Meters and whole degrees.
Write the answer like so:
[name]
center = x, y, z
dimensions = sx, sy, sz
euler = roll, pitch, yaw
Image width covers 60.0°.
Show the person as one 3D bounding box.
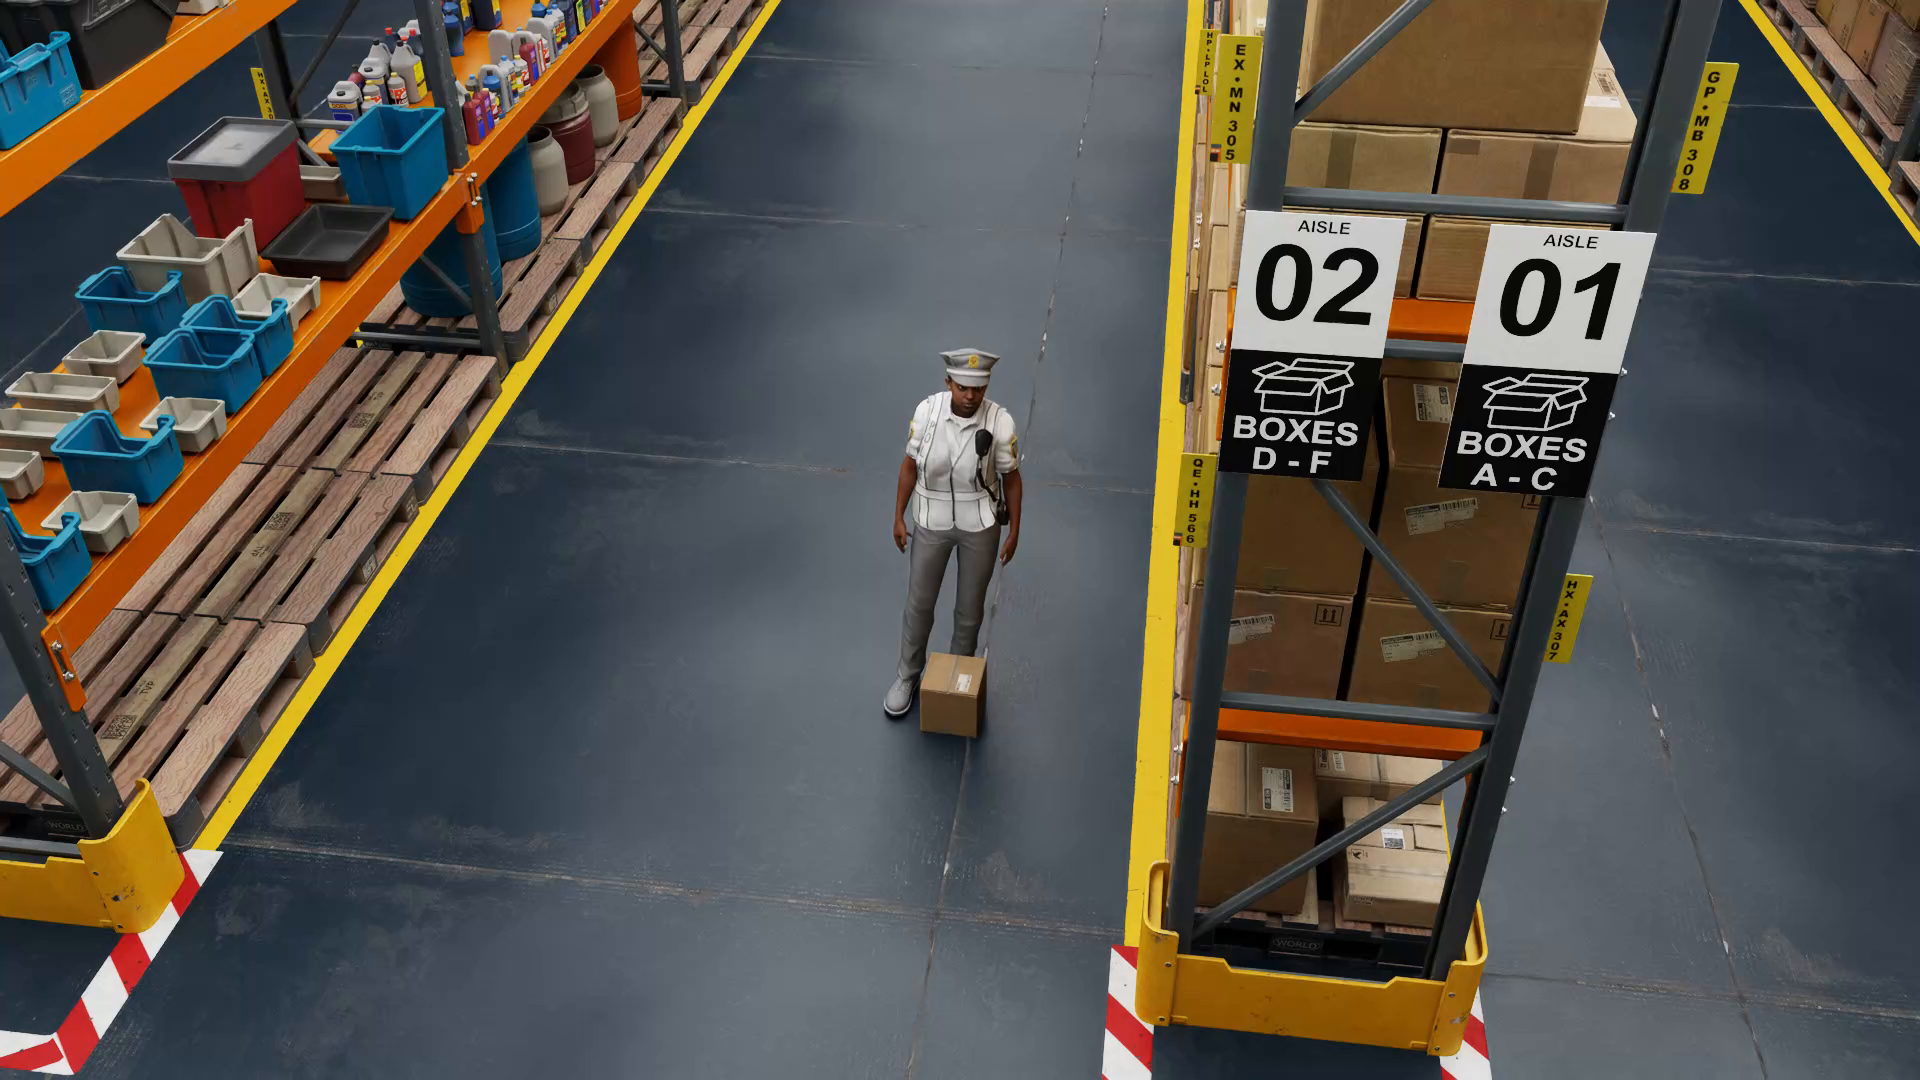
[person]
center = -0.032, -0.031, 7.037
dimensions = 0.570, 1.698, 0.527
euler = 4, 37, 6
